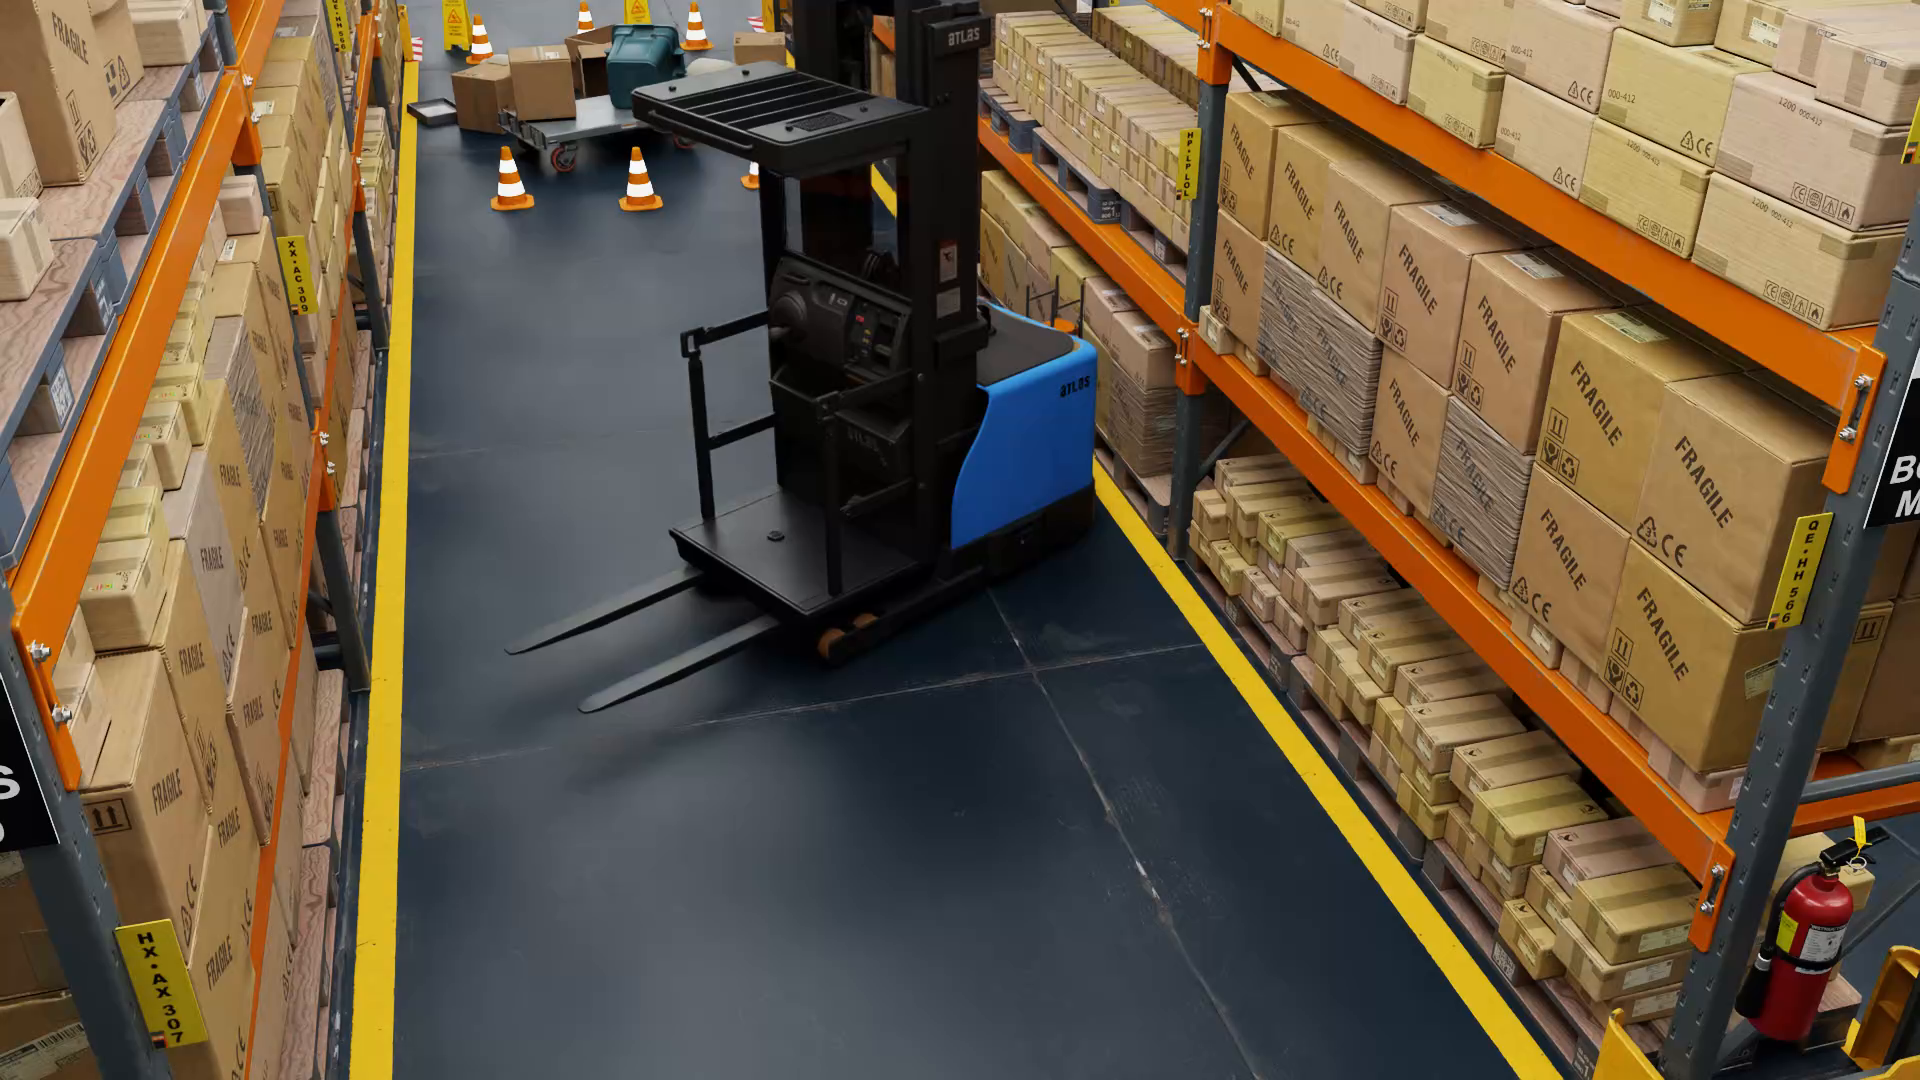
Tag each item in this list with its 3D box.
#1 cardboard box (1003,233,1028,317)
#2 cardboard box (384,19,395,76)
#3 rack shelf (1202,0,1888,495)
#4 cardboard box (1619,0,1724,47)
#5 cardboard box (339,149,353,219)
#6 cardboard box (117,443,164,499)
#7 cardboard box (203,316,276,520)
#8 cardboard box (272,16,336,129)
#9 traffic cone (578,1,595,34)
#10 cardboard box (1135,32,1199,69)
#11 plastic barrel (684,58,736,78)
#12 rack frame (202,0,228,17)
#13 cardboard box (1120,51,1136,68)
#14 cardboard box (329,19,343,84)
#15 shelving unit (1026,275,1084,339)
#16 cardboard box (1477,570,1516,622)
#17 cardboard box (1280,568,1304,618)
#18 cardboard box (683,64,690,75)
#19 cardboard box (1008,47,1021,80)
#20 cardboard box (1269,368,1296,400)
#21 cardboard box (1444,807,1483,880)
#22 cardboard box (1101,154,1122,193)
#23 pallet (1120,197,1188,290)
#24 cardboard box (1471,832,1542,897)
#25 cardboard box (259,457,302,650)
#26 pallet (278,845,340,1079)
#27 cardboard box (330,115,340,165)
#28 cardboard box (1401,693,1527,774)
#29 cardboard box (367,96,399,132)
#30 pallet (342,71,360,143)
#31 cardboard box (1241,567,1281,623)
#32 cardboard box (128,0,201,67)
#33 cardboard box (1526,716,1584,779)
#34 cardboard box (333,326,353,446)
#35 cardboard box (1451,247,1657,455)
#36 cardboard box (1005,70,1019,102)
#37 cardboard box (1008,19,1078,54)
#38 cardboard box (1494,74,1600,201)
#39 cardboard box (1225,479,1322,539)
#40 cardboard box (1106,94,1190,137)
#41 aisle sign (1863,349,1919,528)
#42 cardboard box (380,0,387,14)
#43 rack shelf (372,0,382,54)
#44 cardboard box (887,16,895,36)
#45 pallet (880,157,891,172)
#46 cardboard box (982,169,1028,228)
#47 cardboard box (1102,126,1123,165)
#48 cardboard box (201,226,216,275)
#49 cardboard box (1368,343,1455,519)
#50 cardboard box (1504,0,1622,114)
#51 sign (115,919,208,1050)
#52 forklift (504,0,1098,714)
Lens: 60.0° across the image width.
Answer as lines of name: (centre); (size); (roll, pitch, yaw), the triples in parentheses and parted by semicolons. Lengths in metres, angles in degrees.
cardboard box: (0.587, -1.691, 10.754); (0.500, 0.500, 0.500); (-7, 31, -13)
cardboard box: (-5.348, -4.328, 14.811); (0.500, 0.500, 0.500); (-7, 31, -11)
rack shelf: (2.101, -1.298, 5.722); (1.077, 0.370, 4.000); (-8, 31, -13)
cardboard box: (2.046, -1.458, 4.533); (0.380, 0.149, 0.250); (-7, 31, -12)
cardboard box: (-3.702, -1.983, 9.331); (0.500, 0.250, 0.500); (-7, 31, -12)
cardboard box: (-2.245, -0.106, 4.193); (0.380, 0.149, 0.250); (-8, 31, -13)
cardboard box: (-2.513, -0.364, 5.287); (0.500, 0.500, 0.500); (-7, 31, -13)
cardboard box: (-3.704, -2.517, 9.006); (0.500, 0.500, 0.500); (-7, 31, -12)
traffic cone: (-4.023, -5.544, 17.866); (0.336, 0.463, 0.334); (-8, 31, -13)
cardboard box: (1.289, -2.987, 10.155); (0.380, 0.149, 0.250); (-7, 31, -12)
plastic barrel: (-2.333, -4.370, 15.878); (0.512, 0.421, 0.421); (13, 32, 21)
rack frame: (-3.175, -3.167, 5.238); (1.000, 3.000, 0.127); (-8, 31, -13)
cardboard box: (1.224, -2.978, 10.434); (0.380, 0.149, 0.250); (-7, 31, -12)
cardboard box: (-4.133, -3.104, 10.303); (0.500, 0.500, 0.500); (-9, 31, -15)
shelving unit: (0.495, -0.806, 8.943); (0.258, 1.200, 0.189); (-25, 38, -36)
cardboard box: (2.030, 0.148, 5.751); (0.380, 0.149, 0.250); (-9, 31, -15)
cardboard box: (1.680, 0.218, 7.509); (0.380, 0.149, 0.250); (-9, 31, -16)
cardboard box: (-2.785, -4.543, 16.334); (0.396, 0.266, 0.258); (-3, 30, -5)
cardboard box: (0.517, -3.020, 10.508); (0.380, 0.149, 0.250); (-6, 31, -11)
cardboard box: (1.592, -0.752, 7.305); (0.380, 0.149, 0.250); (-9, 31, -15)
cardboard box: (2.060, 1.113, 6.260); (0.380, 0.149, 0.250); (-8, 31, -13)
cardboard box: (0.995, -2.017, 9.071); (0.380, 0.149, 0.250); (-9, 31, -15)
pallet: (1.508, -1.583, 8.682); (1.003, 0.211, 1.213); (-8, 31, -13)
cardboard box: (2.077, 1.110, 5.967); (0.380, 0.149, 0.250); (-9, 31, -15)
cardboard box: (-2.516, 0.065, 5.543); (0.500, 0.500, 0.500); (-8, 31, -14)
pallet: (-2.722, 1.605, 5.767); (1.003, 0.211, 1.213); (-8, 31, -13)
cardboard box: (-3.724, -2.206, 9.218); (0.500, 0.250, 0.500); (-9, 31, -15)
cardboard box: (1.912, 0.734, 6.320); (0.380, 0.149, 0.250); (-7, 31, -11)
cardboard box: (-5.195, -3.747, 14.554); (0.500, 0.250, 0.500); (-9, 31, -16)
pallet: (-4.529, -2.749, 10.697); (1.213, 0.211, 1.003); (-8, 31, -13)
cardboard box: (1.544, 0.235, 7.776); (0.380, 0.149, 0.250); (-8, 31, -14)
cardboard box: (-2.627, -1.591, 5.242); (0.380, 0.149, 0.250); (-7, 31, -12)
cardboard box: (2.446, 0.791, 6.519); (0.380, 0.149, 0.250); (-9, 31, -16)
cardboard box: (-3.901, -0.988, 9.165); (0.875, 0.875, 0.875); (-7, 31, -13)
cardboard box: (1.990, -0.633, 5.454); (0.500, 0.500, 0.500); (-6, 31, -11)
cardboard box: (0.504, -2.910, 10.614); (0.380, 0.149, 0.250); (-6, 31, -11)
cardboard box: (0.518, -3.161, 10.455); (0.380, 0.149, 0.250); (-9, 31, -15)
cardboard box: (1.995, -1.250, 5.071); (0.500, 0.250, 0.500); (-7, 31, -11)
cardboard box: (1.478, -0.148, 7.844); (0.380, 0.149, 0.250); (-6, 31, -11)
cardboard box: (1.005, -2.276, 8.926); (0.380, 0.149, 0.250); (-9, 31, -15)
aisle sign: (2.362, -0.395, 3.844); (0.394, 0.787, 0.004); (-8, 31, -13)
cardboard box: (-5.383, -4.798, 14.975); (0.380, 0.149, 0.250); (-6, 31, -10)
rack shelf: (-5.830, -5.089, 15.266); (1.077, 0.370, 4.000); (-8, 31, -13)
cardboard box: (-0.274, -4.164, 12.850); (0.500, 0.500, 0.500); (-7, 31, -13)
pallet: (-0.276, -3.572, 14.710); (1.003, 0.211, 1.213); (-8, 31, -13)
cardboard box: (0.458, -2.268, 11.002); (0.500, 0.250, 0.500); (-9, 31, -16)
cardboard box: (0.996, -2.150, 9.004); (0.380, 0.149, 0.250); (-9, 31, -16)
cardboard box: (-2.765, -0.957, 5.664); (0.380, 0.149, 0.250); (-8, 31, -13)
cardboard box: (1.867, -0.435, 6.111); (0.500, 0.500, 0.500); (-6, 31, -11)
cardboard box: (1.994, -1.478, 4.966); (0.500, 0.250, 0.500); (-7, 31, -13)
sign: (-1.577, 0.882, 3.289); (0.100, 0.325, 0.005); (-8, 31, -13)
forklift: (-0.715, -0.982, 7.521); (3.031, 2.935, 1.130); (-25, 38, -36)
